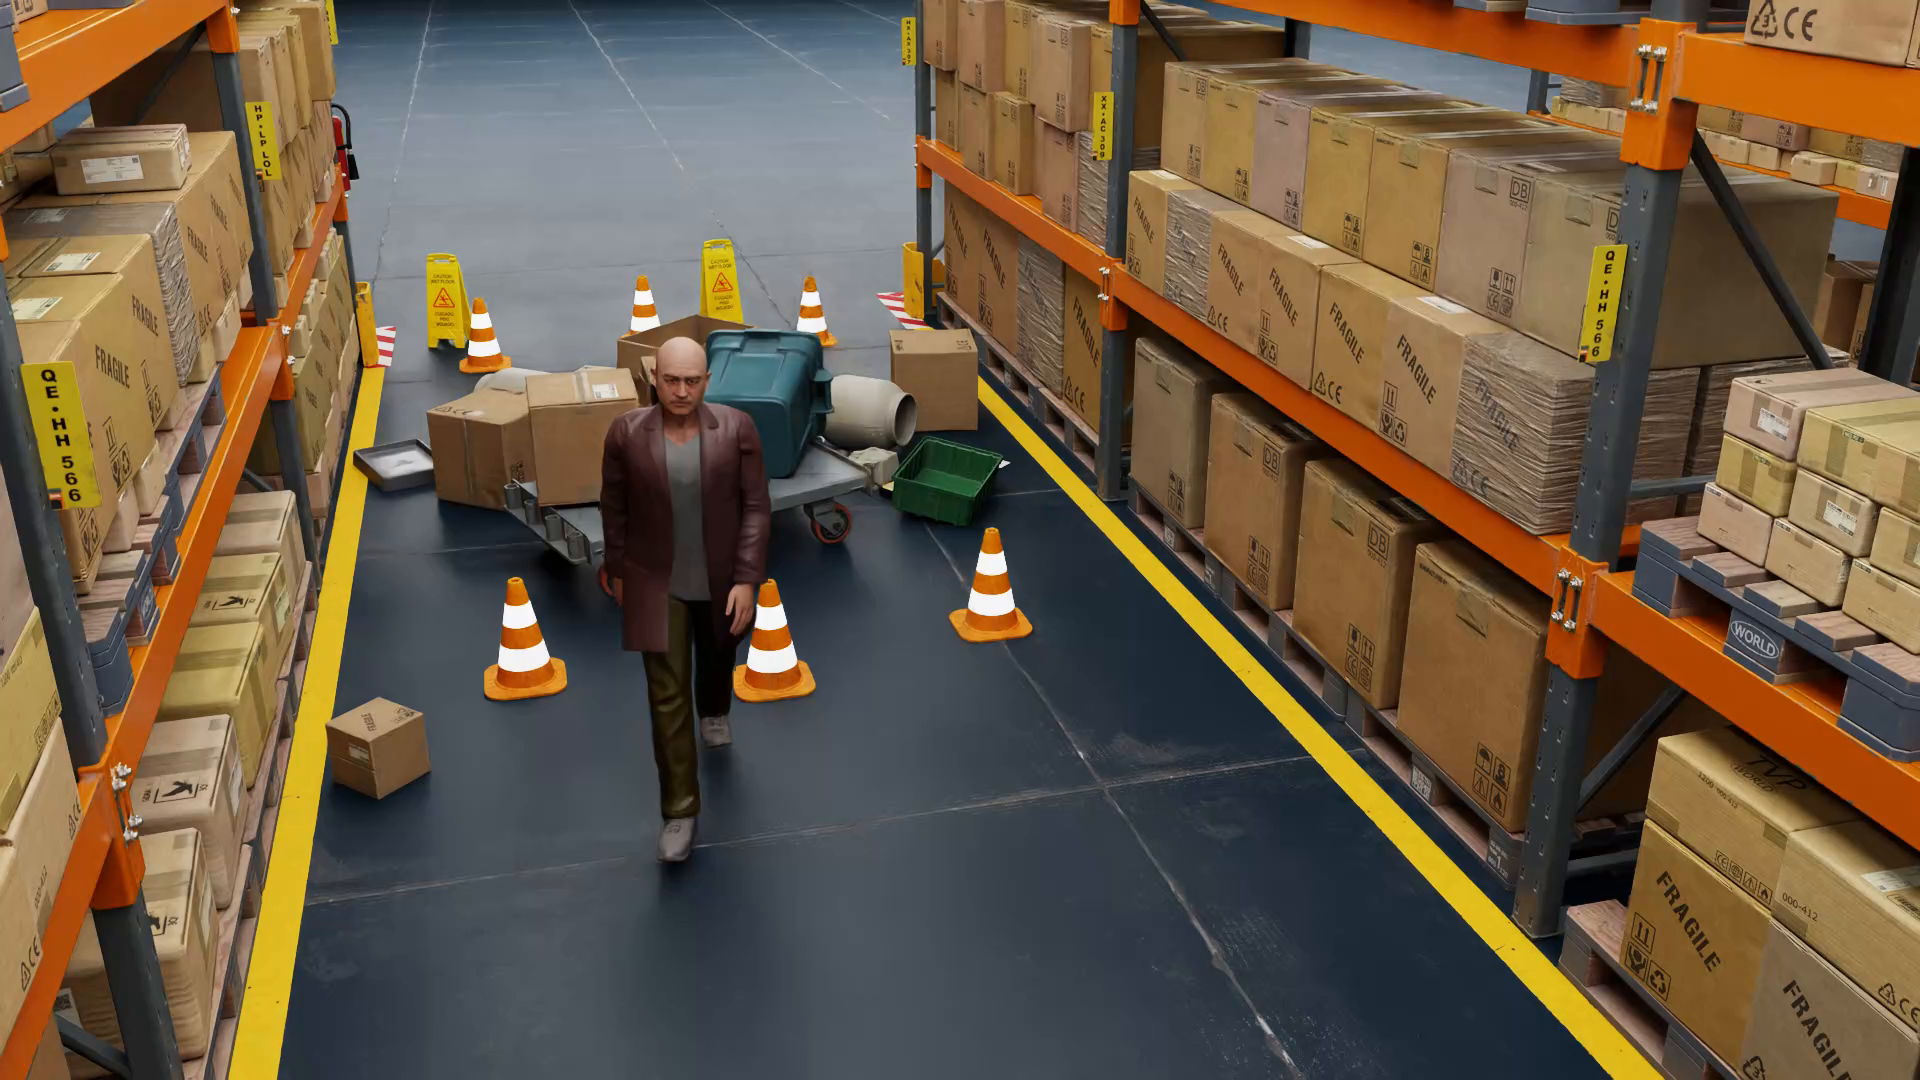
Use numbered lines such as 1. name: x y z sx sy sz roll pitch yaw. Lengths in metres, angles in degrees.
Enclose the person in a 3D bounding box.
1. person: -0.939 0.126 5.806 0.576 1.736 1.105 -6 23 -13
